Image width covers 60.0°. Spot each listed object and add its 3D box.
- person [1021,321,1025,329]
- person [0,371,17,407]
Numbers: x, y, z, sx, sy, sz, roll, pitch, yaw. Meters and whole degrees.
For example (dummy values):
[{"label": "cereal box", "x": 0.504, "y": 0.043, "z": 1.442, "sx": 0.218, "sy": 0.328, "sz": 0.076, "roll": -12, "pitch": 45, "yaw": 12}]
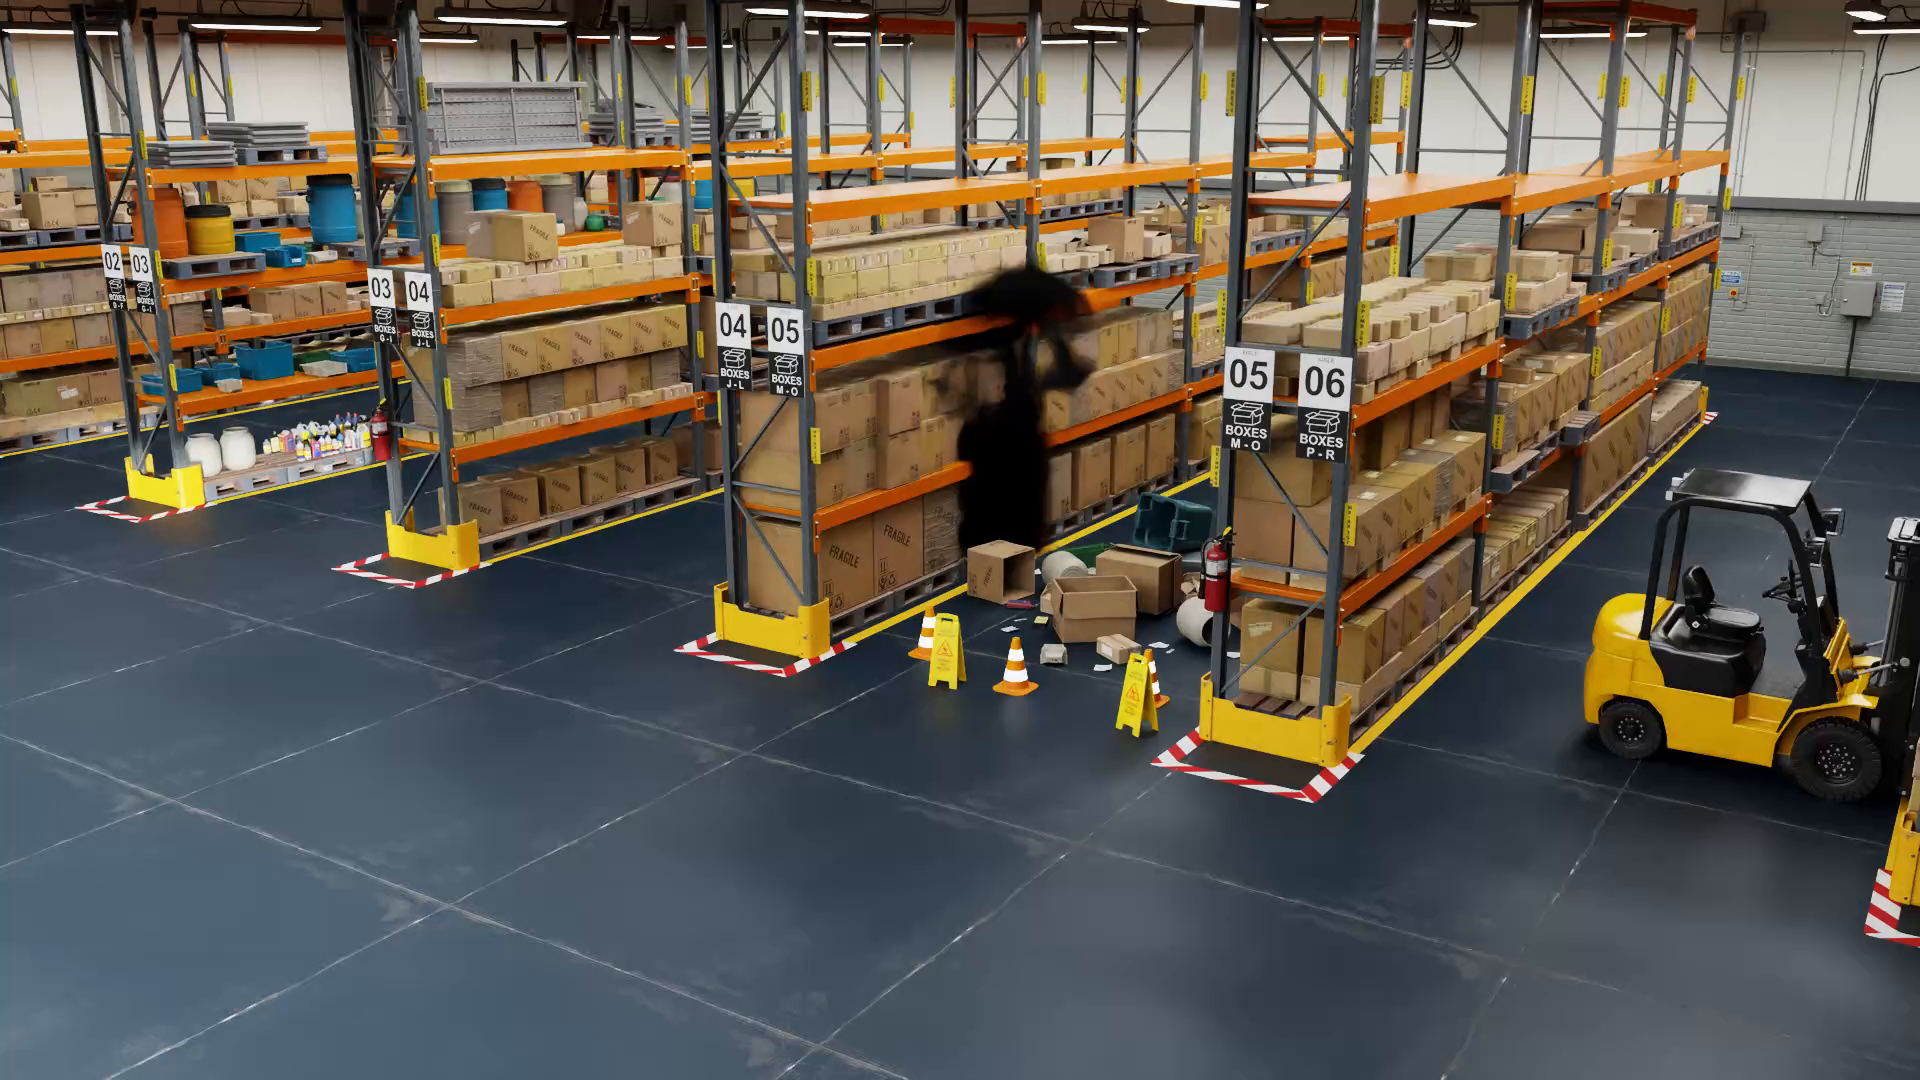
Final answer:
[{"label": "person", "x": 1.023, "y": -2.587, "z": 25.473, "sx": 0.574, "sy": 1.628, "sz": 0.758, "roll": 8, "pitch": 17, "yaw": 27}, {"label": "person", "x": -14.742, "y": -2.747, "z": 25.885, "sx": 0.717, "sy": 1.805, "sz": 0.968, "roll": 3, "pitch": 16, "yaw": 12}]
